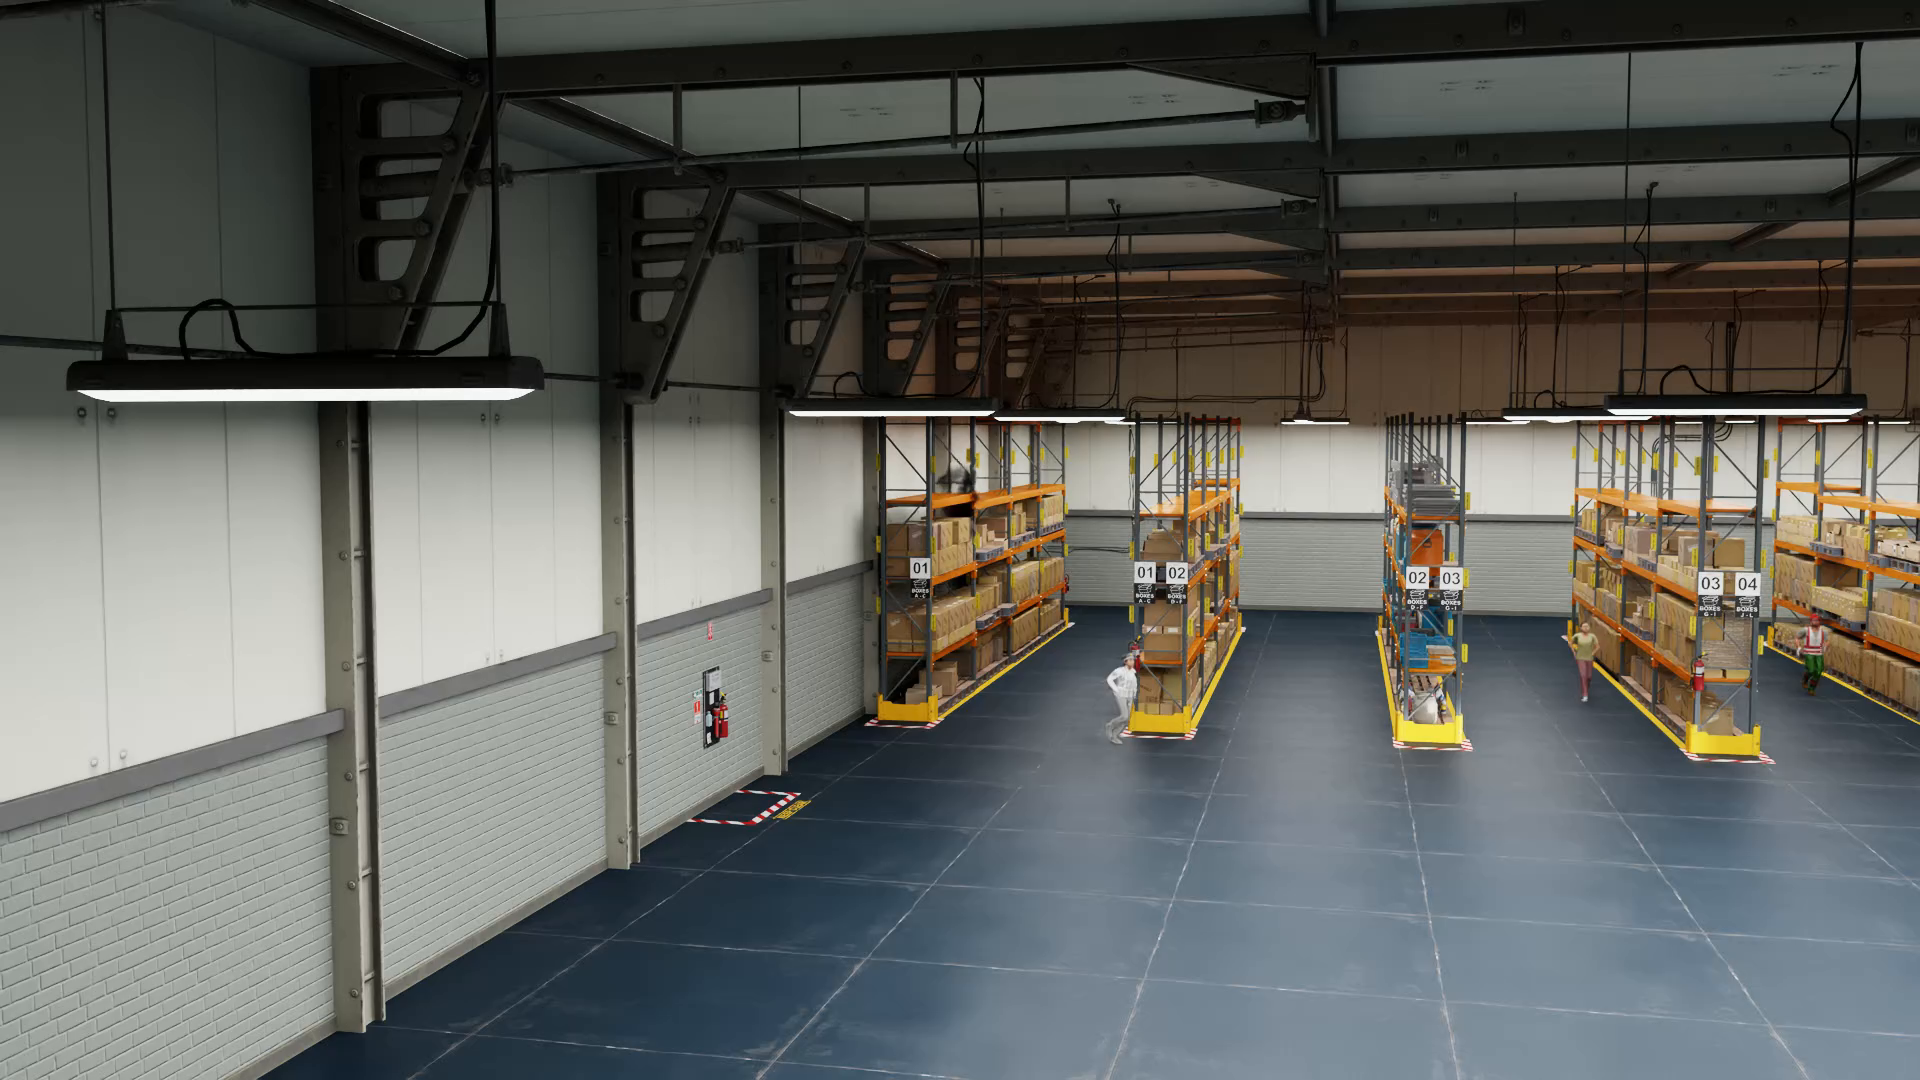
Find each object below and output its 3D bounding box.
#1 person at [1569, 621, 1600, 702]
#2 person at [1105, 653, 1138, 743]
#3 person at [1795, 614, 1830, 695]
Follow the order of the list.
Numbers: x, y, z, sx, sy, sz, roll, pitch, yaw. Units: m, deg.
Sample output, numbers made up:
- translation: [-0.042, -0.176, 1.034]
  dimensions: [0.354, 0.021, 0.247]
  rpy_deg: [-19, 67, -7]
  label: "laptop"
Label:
- translation: [13.162, 2.532, 35.056]
  dimensions: [0.590, 1.664, 0.783]
  rpy_deg: [1, 4, 12]
  label: "person"
- translation: [2.994, 2.862, 30.225]
  dimensions: [0.613, 1.646, 0.515]
  rpy_deg: [-3, 5, -38]
  label: "person"
- translation: [18.235, 2.452, 35.501]
  dimensions: [0.666, 1.737, 0.580]
  rpy_deg: [1, 4, 12]
  label: "person"
